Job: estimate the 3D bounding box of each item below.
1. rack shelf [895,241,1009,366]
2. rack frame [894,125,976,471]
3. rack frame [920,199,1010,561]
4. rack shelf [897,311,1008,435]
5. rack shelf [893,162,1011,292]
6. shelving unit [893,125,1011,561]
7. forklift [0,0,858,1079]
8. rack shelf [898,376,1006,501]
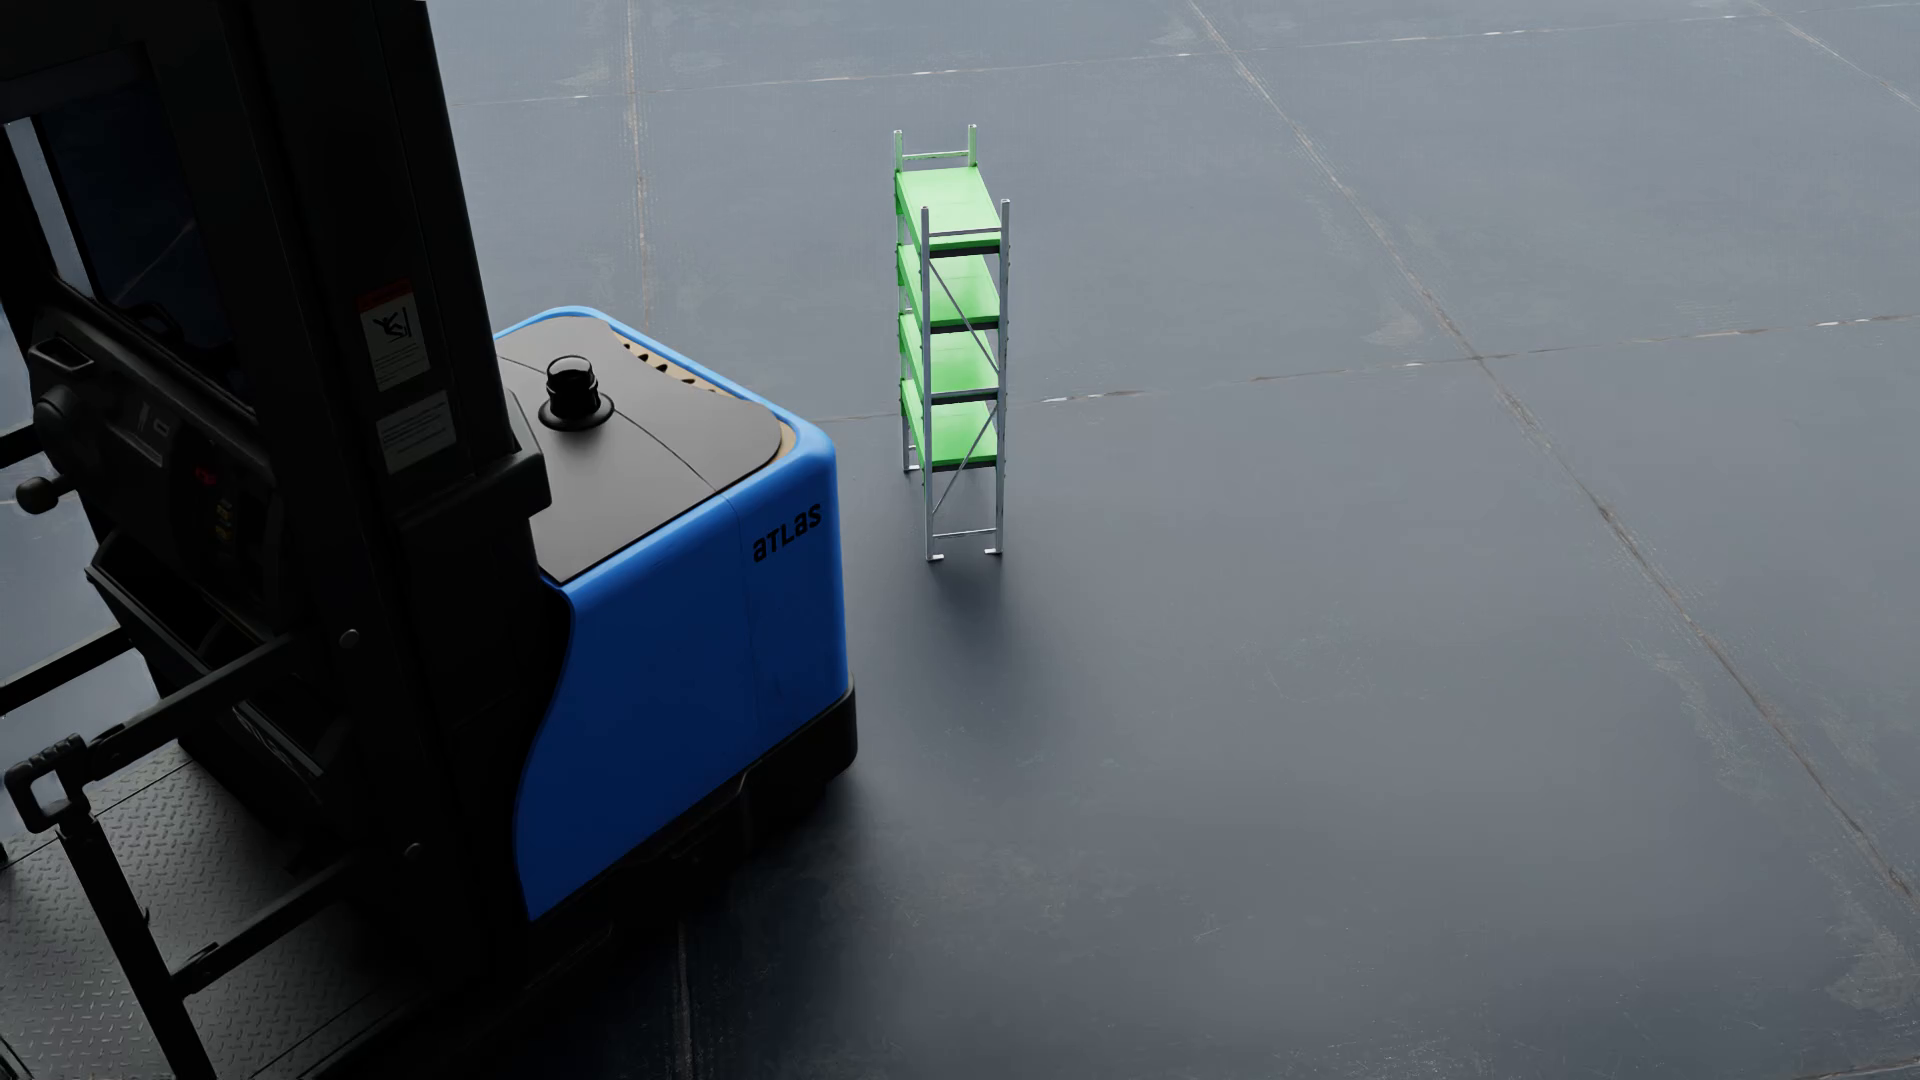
[{"bbox_3d":[-0.029,-0.713,4.903,0.258,0.148,0.480,-6,38,-8],"label":"rack shelf"},{"bbox_3d":[-0.072,-0.721,5.200,0.240,1.200,0.015,-6,38,-8],"label":"rack frame"},{"bbox_3d":[0.014,-0.426,4.821,0.240,1.200,0.015,-6,38,-8],"label":"rack frame"},{"bbox_3d":[-0.029,-0.523,5.050,0.258,0.148,0.480,-6,38,-8],"label":"rack shelf"},{"bbox_3d":[-0.029,-0.902,4.755,0.258,0.148,0.480,-6,38,-8],"label":"rack shelf"},{"bbox_3d":[-0.029,-0.574,5.011,0.258,1.200,0.503,-6,38,-8],"label":"shelving unit"},{"bbox_3d":[-1.627,-0.070,2.951,1.130,2.935,3.031,29,46,32],"label":"forklift"},{"bbox_3d":[-0.029,-0.334,5.197,0.258,0.148,0.480,-6,38,-8],"label":"rack shelf"}]
